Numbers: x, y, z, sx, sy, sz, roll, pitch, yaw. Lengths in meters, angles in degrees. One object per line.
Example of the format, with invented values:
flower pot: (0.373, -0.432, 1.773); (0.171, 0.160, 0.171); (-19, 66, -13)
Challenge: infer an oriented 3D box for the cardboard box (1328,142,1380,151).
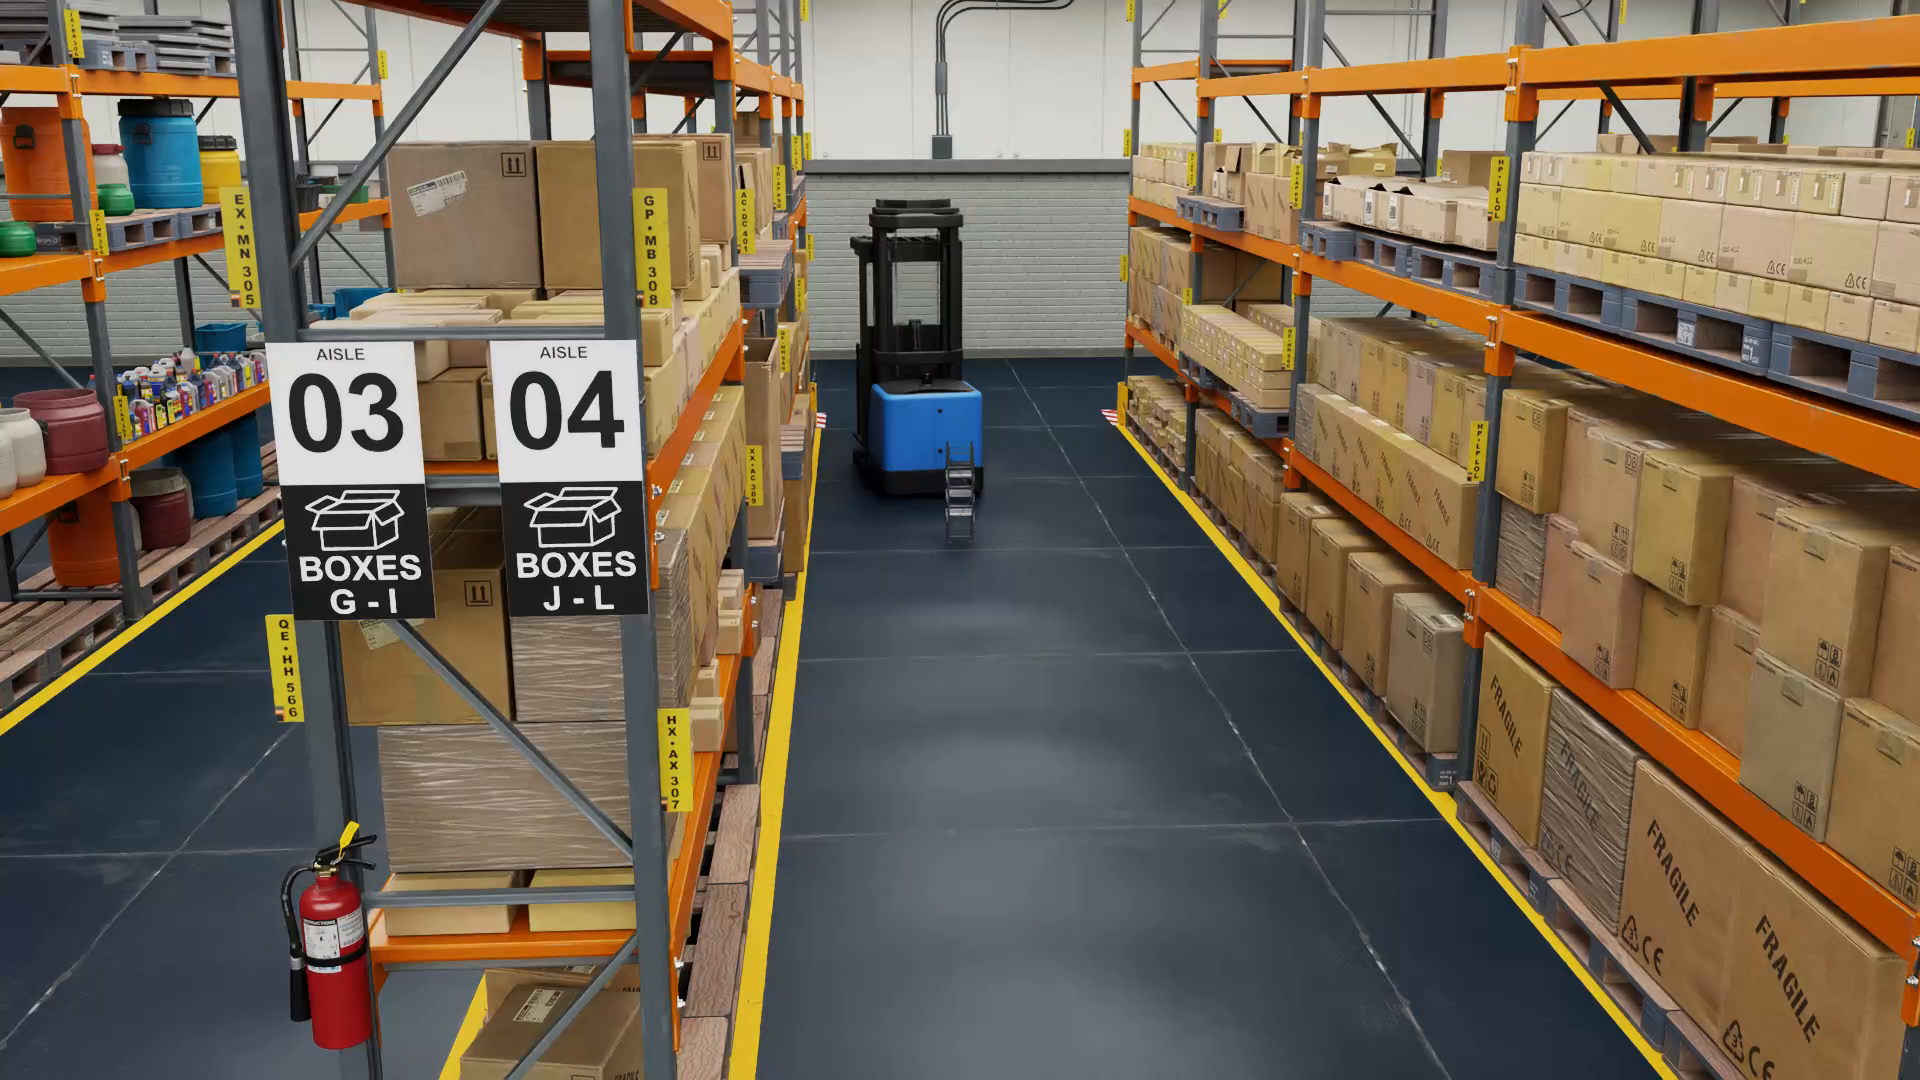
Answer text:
cardboard box: (3.233, -3.125, 13.621); (0.396, 0.266, 0.258); (-1, 14, -3)

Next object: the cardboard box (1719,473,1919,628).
cardboard box: (3.556, 0.067, 6.503); (0.875, 0.550, 0.550); (-1, 14, -3)

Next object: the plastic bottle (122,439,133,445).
plastic bottle: (-6.534, -0.882, 12.908); (0.152, 0.276, 0.135); (-1, 14, -3)

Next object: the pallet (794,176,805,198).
pallet: (-2.326, -4.121, 19.406); (1.003, 0.211, 1.213); (-1, 14, -3)

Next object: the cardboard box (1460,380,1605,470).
cardboard box: (3.281, -0.619, 9.428); (0.700, 0.500, 0.500); (-1, 14, -4)

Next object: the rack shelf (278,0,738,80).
rack shelf: (-1.515, -1.969, 6.295); (1.077, 0.370, 4.000); (-1, 14, -3)

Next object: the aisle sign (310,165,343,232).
aisle sign: (-7.627, -4.092, 19.916); (0.394, 0.787, 0.004); (-1, 14, -3)

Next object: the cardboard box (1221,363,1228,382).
cardboard box: (2.507, -1.474, 14.620); (0.380, 0.149, 0.250); (0, 14, -2)

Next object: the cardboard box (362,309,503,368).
cardboard box: (-1.619, -0.621, 5.123); (0.380, 0.149, 0.250); (-1, 14, -5)

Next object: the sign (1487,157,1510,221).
sign: (2.777, -1.807, 8.566); (0.100, 0.325, 0.005); (-1, 14, -3)

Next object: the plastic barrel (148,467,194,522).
plastic barrel: (-7.071, -0.370, 14.817); (0.421, 0.512, 0.421); (0, 14, 0)

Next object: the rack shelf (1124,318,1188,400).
rack shelf: (2.698, -2.101, 18.841); (1.077, 0.370, 4.000); (-1, 14, -3)

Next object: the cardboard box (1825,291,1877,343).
cardboard box: (3.176, -0.755, 5.605); (0.380, 0.149, 0.250); (-1, 14, -3)

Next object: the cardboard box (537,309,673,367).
cardboard box: (-1.097, -0.628, 5.151); (0.380, 0.149, 0.250); (-1, 14, -2)

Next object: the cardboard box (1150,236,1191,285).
cardboard box: (2.420, -3.126, 18.577); (0.500, 0.500, 0.500); (-1, 14, -5)

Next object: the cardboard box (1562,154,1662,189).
cardboard box: (3.034, -1.710, 7.716); (0.380, 0.149, 0.250); (-1, 14, -4)

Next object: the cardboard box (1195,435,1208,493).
cardboard box: (2.603, -0.757, 16.348); (0.500, 0.500, 0.500); (0, 14, -1)

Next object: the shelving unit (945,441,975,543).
shelving unit: (0.000, -0.438, 15.146); (0.258, 0.900, 0.210); (-1, 14, -3)

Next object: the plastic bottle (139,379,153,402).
plastic bottle: (-7.234, -1.326, 14.782); (0.097, 0.201, 0.097); (0, 14, 0)

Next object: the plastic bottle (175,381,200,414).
plastic bottle: (-6.620, -1.227, 14.249); (0.152, 0.276, 0.135); (-1, 14, -3)

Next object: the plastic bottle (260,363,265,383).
plastic bottle: (-6.696, -1.607, 15.874); (0.097, 0.201, 0.097); (0, 14, 0)

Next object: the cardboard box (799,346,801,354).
cardboard box: (-1.837, -1.923, 17.210); (0.380, 0.149, 0.250); (-1, 14, -5)

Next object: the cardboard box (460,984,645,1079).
cardboard box: (-1.413, 1.935, 5.883); (0.500, 0.500, 0.500); (2, 15, 7)

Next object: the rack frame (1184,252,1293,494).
rack frame: (2.822, -1.952, 16.819); (1.000, 3.000, 0.127); (-1, 14, -3)

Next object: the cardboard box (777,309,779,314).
cardboard box: (-2.001, -1.951, 14.600); (0.797, 0.503, 0.637); (0, 14, -2)

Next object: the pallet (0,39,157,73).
pallet: (-6.844, -3.630, 12.480); (1.213, 0.211, 1.003); (-1, 14, -3)

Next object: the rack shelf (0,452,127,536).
rack shelf: (-6.706, 0.016, 10.611); (1.077, 0.370, 4.000); (-1, 14, -3)

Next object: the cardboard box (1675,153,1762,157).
cardboard box: (3.674, -1.783, 8.000); (0.380, 0.149, 0.250); (-1, 14, -4)

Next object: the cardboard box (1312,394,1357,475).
cardboard box: (2.863, -0.764, 11.998); (0.500, 0.500, 0.500); (-1, 14, -4)

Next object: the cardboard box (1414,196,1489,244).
cardboard box: (3.022, -1.898, 9.846); (0.500, 0.250, 0.500); (-1, 14, -4)

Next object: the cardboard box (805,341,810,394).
cardboard box: (-2.263, -1.912, 20.084); (0.875, 0.875, 0.875); (-1, 14, -3)

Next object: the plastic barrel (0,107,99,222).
plastic barrel: (-6.862, -2.835, 12.524); (0.600, 0.830, 0.708); (-1, 14, -3)

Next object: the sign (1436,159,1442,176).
sign: (3.625, -2.706, 12.529); (0.100, 0.325, 0.005); (-1, 14, -3)

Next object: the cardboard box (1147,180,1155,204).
cardboard box: (2.420, -3.953, 18.874); (0.500, 0.250, 0.500); (-1, 14, -5)

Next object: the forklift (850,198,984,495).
forklift: (-0.570, -2.197, 17.907); (1.130, 2.935, 3.031); (-3, 15, -12)

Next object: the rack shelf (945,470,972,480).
rack shelf: (0.000, -0.580, 15.109); (0.258, 0.077, 0.200); (-1, 14, -3)

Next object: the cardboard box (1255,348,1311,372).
cardboard box: (2.582, -1.442, 13.303); (0.380, 0.149, 0.250); (-1, 15, -6)

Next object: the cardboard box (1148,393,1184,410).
cardboard box: (2.369, -1.596, 19.116); (0.380, 0.149, 0.250); (-1, 14, -3)

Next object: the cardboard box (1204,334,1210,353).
cardboard box: (2.458, -1.813, 15.340); (0.380, 0.149, 0.250); (0, 14, -1)

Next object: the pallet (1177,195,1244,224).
pallet: (2.754, -3.159, 15.865); (1.213, 0.211, 1.003); (-1, 14, -3)

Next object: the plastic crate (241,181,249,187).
plastic crate: (-7.496, -3.659, 17.668); (0.437, 0.282, 0.530); (-1, 14, -3)

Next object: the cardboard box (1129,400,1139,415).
cardboard box: (2.287, -1.635, 20.462); (0.380, 0.149, 0.250); (-1, 14, -2)

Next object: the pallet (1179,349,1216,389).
pallet: (2.724, -1.667, 16.095); (1.003, 0.211, 1.213); (-1, 14, -3)

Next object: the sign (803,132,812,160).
sign: (-1.840, -4.744, 20.030); (0.100, 0.325, 0.005); (-1, 14, -3)

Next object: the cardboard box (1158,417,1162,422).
cardboard box: (2.492, -1.454, 19.165); (0.380, 0.149, 0.250); (0, 14, -1)

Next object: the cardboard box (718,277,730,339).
cardboard box: (-1.328, -1.052, 7.600); (0.500, 0.250, 0.500); (-1, 14, -2)

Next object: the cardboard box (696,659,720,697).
cardboard box: (-1.254, 0.632, 7.276); (0.380, 0.149, 0.250); (-1, 14, -3)

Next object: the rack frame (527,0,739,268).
rack frame: (-1.639, -2.817, 8.138); (1.000, 3.000, 0.127); (-1, 14, -3)

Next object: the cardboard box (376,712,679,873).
cardboard box: (-1.398, 0.754, 5.503); (0.875, 0.500, 0.500); (-1, 14, -3)

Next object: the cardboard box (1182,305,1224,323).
cardboard box: (2.388, -2.217, 16.315); (0.380, 0.149, 0.250); (0, 14, -1)

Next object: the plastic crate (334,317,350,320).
plastic crate: (-7.094, -2.521, 19.436); (0.396, 0.136, 0.243); (-1, 14, -3)

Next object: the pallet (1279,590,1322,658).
pallet: (3.044, 0.590, 12.533); (1.003, 0.211, 1.213); (-1, 14, -3)

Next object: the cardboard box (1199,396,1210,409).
cardboard box: (2.936, -1.541, 18.905); (0.380, 0.149, 0.250); (-1, 14, -3)

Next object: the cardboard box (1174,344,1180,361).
cardboard box: (2.446, -1.961, 17.354); (0.380, 0.149, 0.250); (-1, 14, -5)
